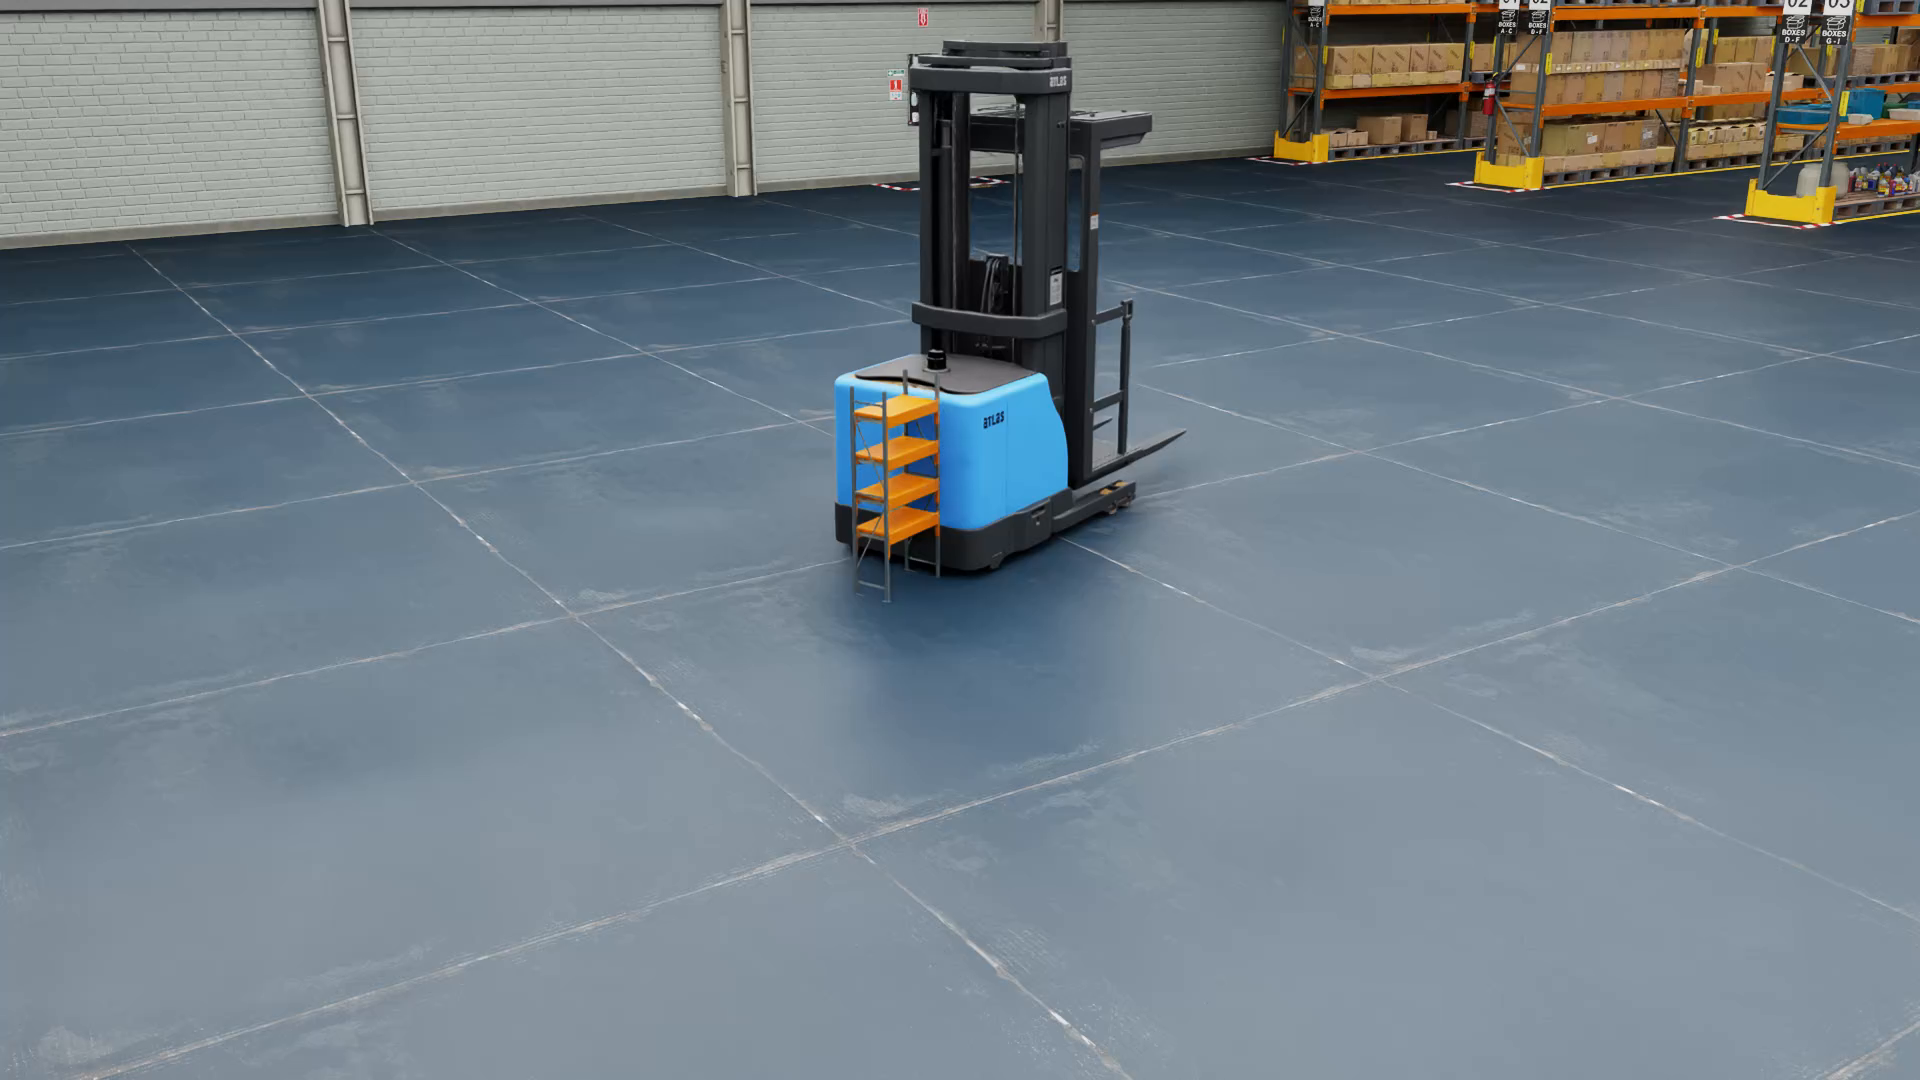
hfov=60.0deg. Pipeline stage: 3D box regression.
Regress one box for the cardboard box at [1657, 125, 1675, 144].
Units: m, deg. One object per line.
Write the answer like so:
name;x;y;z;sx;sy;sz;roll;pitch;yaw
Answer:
cardboard box;12.685;-7.372;30.130;0.500;0.311;0.500;-12;22;-31

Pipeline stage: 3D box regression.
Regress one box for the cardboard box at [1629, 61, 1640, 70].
cardboard box;11.334;-8.088;28.318;0.250;0.149;0.380;-11;22;-30

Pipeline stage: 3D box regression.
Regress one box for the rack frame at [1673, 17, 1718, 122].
rack frame;16.458;-10.796;37.494;0.127;3.000;1.000;-12;22;-31

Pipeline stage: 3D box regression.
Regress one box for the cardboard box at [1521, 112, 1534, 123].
cardboard box;11.651;-8.820;34.866;0.500;0.500;0.700;-12;22;-32

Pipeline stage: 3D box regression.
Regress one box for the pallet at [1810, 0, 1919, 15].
pallet;12.630;-7.483;23.307;1.213;0.211;1.003;-12;22;-31

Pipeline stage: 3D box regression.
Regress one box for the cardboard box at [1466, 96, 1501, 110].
cardboard box;10.748;-8.979;34.165;0.500;0.250;0.500;-12;22;-33

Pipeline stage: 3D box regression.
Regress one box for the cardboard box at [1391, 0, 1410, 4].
cardboard box;8.188;-10.430;31.540;0.500;0.500;0.500;-10;21;-28

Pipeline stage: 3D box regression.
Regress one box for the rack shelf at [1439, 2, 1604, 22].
rack shelf;11.447;-10.819;34.003;4.000;0.370;1.077;-12;22;-31

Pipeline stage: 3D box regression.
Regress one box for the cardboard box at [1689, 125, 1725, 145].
cardboard box;13.408;-7.317;29.967;0.500;0.311;0.500;-12;22;-32

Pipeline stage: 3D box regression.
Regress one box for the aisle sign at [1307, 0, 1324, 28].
aisle sign;6.541;-9.821;30.551;0.004;0.787;0.394;-12;22;-31

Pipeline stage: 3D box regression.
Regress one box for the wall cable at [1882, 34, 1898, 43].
wall cable;24.719;-13.772;41.779;0.112;2.526;3.097;-12;22;-31

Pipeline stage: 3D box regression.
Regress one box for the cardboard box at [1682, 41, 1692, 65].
cardboard box;15.791;-10.752;36.714;0.500;0.500;0.500;-12;22;-31

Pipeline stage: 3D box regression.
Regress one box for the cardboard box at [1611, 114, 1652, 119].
cardboard box;11.945;-7.316;29.668;0.500;0.500;0.500;-12;22;-31

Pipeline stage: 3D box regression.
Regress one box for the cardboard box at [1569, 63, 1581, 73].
cardboard box;10.038;-7.815;27.508;0.250;0.149;0.380;-12;22;-31

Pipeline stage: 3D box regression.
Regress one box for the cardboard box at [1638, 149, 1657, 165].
cardboard box;11.814;-6.733;29.115;0.500;0.250;0.500;-12;22;-31

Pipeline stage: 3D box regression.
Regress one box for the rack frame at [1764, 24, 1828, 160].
rack frame;15.845;-8.767;31.493;0.127;3.000;1.000;-12;22;-31

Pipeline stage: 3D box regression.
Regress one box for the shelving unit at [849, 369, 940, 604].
shelving unit;-0.354;-0.304;9.269;0.258;1.200;0.503;12;22;32

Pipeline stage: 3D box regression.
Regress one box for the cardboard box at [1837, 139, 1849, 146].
cardboard box;16.817;-7.889;32.111;0.500;0.500;0.500;-13;23;-33

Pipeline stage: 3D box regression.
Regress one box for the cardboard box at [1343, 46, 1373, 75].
cardboard box;7.418;-9.064;31.403;0.500;0.500;0.500;-12;22;-31

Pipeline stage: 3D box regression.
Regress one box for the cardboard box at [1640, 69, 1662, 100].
cardboard box;11.700;-7.935;28.877;0.500;0.500;0.700;-12;22;-32

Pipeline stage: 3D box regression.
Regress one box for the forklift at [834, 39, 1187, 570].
forklift;0.494;-1.628;10.485;1.130;2.935;3.031;12;22;32

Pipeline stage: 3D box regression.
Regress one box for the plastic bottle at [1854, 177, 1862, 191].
plastic bottle;13.603;-5.387;25.178;0.097;0.201;0.097;0;19;0

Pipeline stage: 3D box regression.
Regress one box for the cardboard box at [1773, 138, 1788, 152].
cardboard box;15.111;-7.414;31.128;0.500;0.250;0.500;-12;22;-32

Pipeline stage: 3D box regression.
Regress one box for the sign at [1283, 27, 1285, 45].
sign;6.148;-9.532;31.456;0.005;0.325;0.100;-12;22;-31

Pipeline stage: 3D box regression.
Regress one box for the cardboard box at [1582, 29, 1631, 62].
cardboard box;10.880;-8.379;28.164;0.500;0.500;0.700;-12;22;-31

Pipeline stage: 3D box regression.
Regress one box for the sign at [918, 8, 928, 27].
sign;-0.612;-8.678;27.611;0.199;0.298;0.001;-12;22;-31

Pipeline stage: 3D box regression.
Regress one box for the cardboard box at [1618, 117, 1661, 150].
cardboard box;11.813;-7.089;28.996;0.500;0.500;0.500;-12;22;-31

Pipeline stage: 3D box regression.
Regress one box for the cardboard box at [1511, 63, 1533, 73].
cardboard box;9.378;-7.831;27.555;0.250;0.149;0.380;-12;22;-32

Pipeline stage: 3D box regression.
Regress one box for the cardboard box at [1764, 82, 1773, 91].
cardboard box;14.811;-8.408;30.824;0.250;0.149;0.380;-10;21;-27

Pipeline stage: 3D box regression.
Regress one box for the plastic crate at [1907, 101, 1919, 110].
plastic crate;14.451;-6.399;24.720;0.616;0.251;0.499;-12;22;-31

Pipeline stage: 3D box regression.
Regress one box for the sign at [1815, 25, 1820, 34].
sign;20.086;-12.013;38.918;0.005;0.325;0.100;-12;22;-31

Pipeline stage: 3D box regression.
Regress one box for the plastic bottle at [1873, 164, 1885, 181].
plastic bottle;14.166;-5.626;25.651;0.185;0.351;0.144;-13;23;-34

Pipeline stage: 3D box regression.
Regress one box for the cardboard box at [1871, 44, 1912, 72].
cardboard box;18.667;-9.694;33.424;0.700;0.500;0.500;14;23;35

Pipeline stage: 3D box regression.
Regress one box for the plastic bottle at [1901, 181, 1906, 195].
plastic bottle;14.023;-5.246;24.762;0.097;0.201;0.097;0;19;0

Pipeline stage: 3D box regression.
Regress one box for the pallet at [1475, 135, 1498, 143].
pallet;11.446;-8.419;34.819;1.213;0.211;1.003;-12;22;-31

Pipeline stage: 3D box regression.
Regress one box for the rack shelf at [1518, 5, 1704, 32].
rack shelf;10.834;-8.790;28.002;4.000;0.370;1.077;-12;22;-31

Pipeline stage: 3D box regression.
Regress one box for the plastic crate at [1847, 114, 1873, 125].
plastic crate;12.809;-5.979;23.658;0.250;0.136;0.298;-12;22;-31

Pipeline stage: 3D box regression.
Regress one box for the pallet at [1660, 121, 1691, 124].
pallet;15.855;-9.319;37.479;1.213;0.211;1.003;-12;22;-31

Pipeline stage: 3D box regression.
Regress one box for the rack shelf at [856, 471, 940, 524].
rack shelf;-0.354;-0.240;9.291;0.258;0.148;0.480;12;22;32

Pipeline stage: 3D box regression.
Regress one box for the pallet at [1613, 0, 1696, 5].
pallet;11.806;-9.284;28.478;1.213;0.211;1.003;-12;22;-31

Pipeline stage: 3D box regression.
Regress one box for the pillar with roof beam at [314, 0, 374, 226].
pillar with roof beam;-6.120;-7.557;18.546;0.400;9.000;9.100;-12;22;-31

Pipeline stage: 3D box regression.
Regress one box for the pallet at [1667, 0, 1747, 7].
pallet;13.234;-9.551;29.429;1.217;0.209;0.805;-13;23;-34

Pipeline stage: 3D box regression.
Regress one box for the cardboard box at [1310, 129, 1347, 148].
cardboard box;7.064;-7.715;31.892;0.500;0.311;0.500;-15;24;-37

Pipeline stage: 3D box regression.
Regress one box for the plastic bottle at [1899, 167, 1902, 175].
plastic bottle;14.522;-5.627;25.759;0.133;0.283;0.061;-12;22;-31

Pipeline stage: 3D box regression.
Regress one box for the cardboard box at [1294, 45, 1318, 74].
cardboard box;6.713;-9.116;31.557;0.500;0.500;0.500;-12;22;-32

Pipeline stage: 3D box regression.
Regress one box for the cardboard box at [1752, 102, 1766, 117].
cardboard box;18.432;-10.188;38.944;0.500;0.500;0.700;-13;22;-33

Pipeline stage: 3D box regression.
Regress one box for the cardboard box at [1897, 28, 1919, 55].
cardboard box;19.466;-10.151;33.869;0.500;0.500;0.500;-12;22;-31

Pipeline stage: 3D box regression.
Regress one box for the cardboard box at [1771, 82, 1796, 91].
cardboard box;15.246;-8.416;30.846;0.250;0.149;0.380;-12;22;-31

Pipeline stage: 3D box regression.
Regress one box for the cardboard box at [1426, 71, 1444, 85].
cardboard box;9.127;-9.075;32.607;0.500;0.250;0.500;-12;22;-31

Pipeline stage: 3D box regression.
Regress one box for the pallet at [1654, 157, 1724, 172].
pallet;13.098;-6.882;30.270;1.213;0.211;1.003;-12;22;-31

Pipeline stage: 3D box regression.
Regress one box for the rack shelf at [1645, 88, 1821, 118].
rack shelf;14.175;-8.074;30.566;4.000;0.370;1.077;-12;22;-31

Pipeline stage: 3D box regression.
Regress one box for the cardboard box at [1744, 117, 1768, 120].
cardboard box;15.246;-7.915;31.736;0.500;0.311;0.500;-11;22;-30
